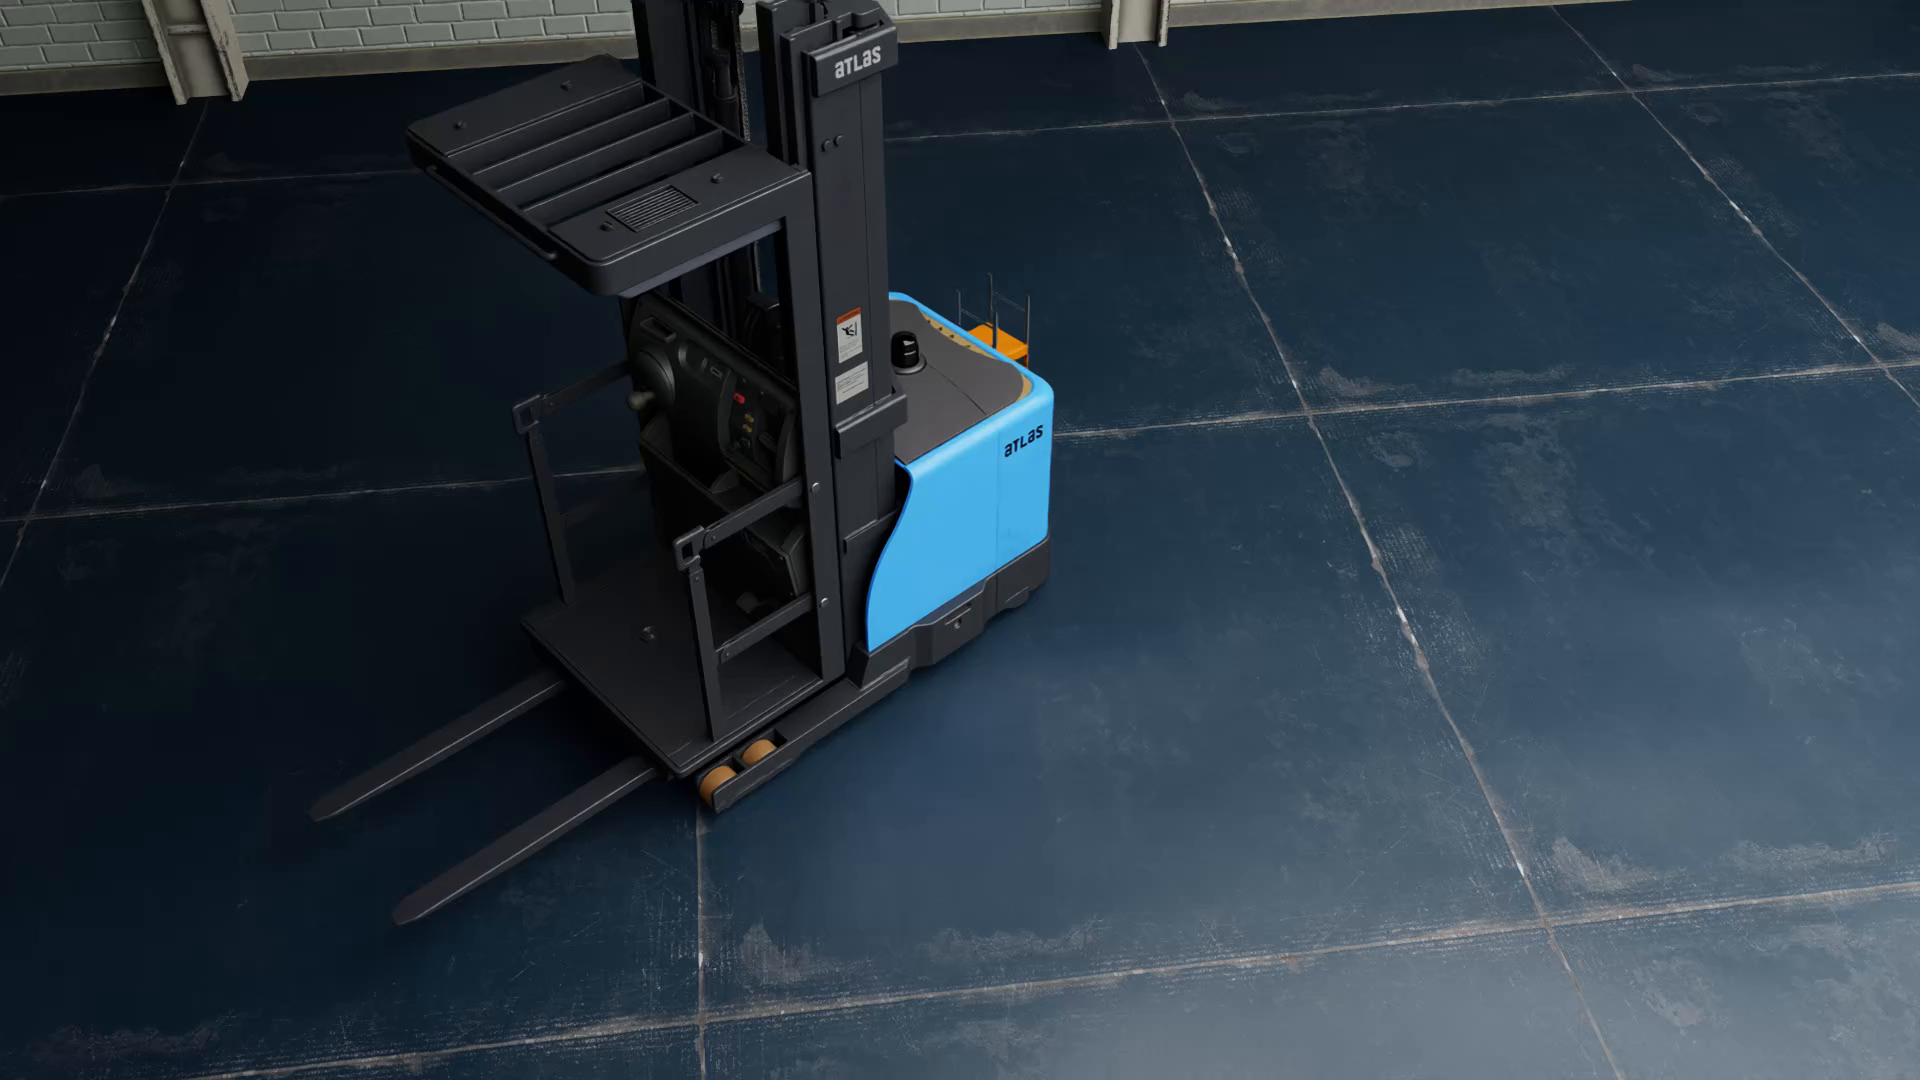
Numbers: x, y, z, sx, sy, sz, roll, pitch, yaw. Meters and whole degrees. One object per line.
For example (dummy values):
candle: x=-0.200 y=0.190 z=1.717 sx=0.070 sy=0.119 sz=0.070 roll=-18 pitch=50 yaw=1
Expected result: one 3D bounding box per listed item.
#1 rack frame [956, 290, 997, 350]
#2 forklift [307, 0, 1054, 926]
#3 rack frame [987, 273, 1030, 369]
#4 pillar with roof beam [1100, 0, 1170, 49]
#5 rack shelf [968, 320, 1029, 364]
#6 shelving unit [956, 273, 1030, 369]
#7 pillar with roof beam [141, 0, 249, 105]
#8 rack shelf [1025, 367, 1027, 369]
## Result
rack frame: x=0.069 y=-0.519 z=7.143 sx=0.006 sy=1.200 sz=0.240 roll=-32 pitch=51 yaw=-31
forklift: x=-1.037 y=-0.461 z=5.788 sx=3.031 sy=2.935 sz=1.130 roll=-32 pitch=51 yaw=-30
rack frame: x=0.202 y=-0.604 z=7.237 sx=0.006 sy=1.200 sz=0.240 roll=-32 pitch=51 yaw=-31
pillar with roof beam: x=1.725 y=-3.878 z=5.045 sx=0.400 sy=9.000 sz=9.100 roll=-5 pitch=42 yaw=-6
rack shelf: x=0.134 y=-0.797 z=6.980 sx=0.180 sy=0.103 sz=0.258 roll=-32 pitch=51 yaw=-31
shelving unit: x=0.136 y=-0.561 z=7.190 sx=0.189 sy=1.200 sz=0.258 roll=-32 pitch=51 yaw=-31
pillar with roof beam: x=-4.225 y=-3.357 z=4.468 sx=0.400 sy=9.000 sz=9.100 roll=-5 pitch=42 yaw=-6
rack shelf: x=0.135 y=-0.707 z=7.060 sx=0.180 sy=0.103 sz=0.258 roll=-32 pitch=51 yaw=-31
